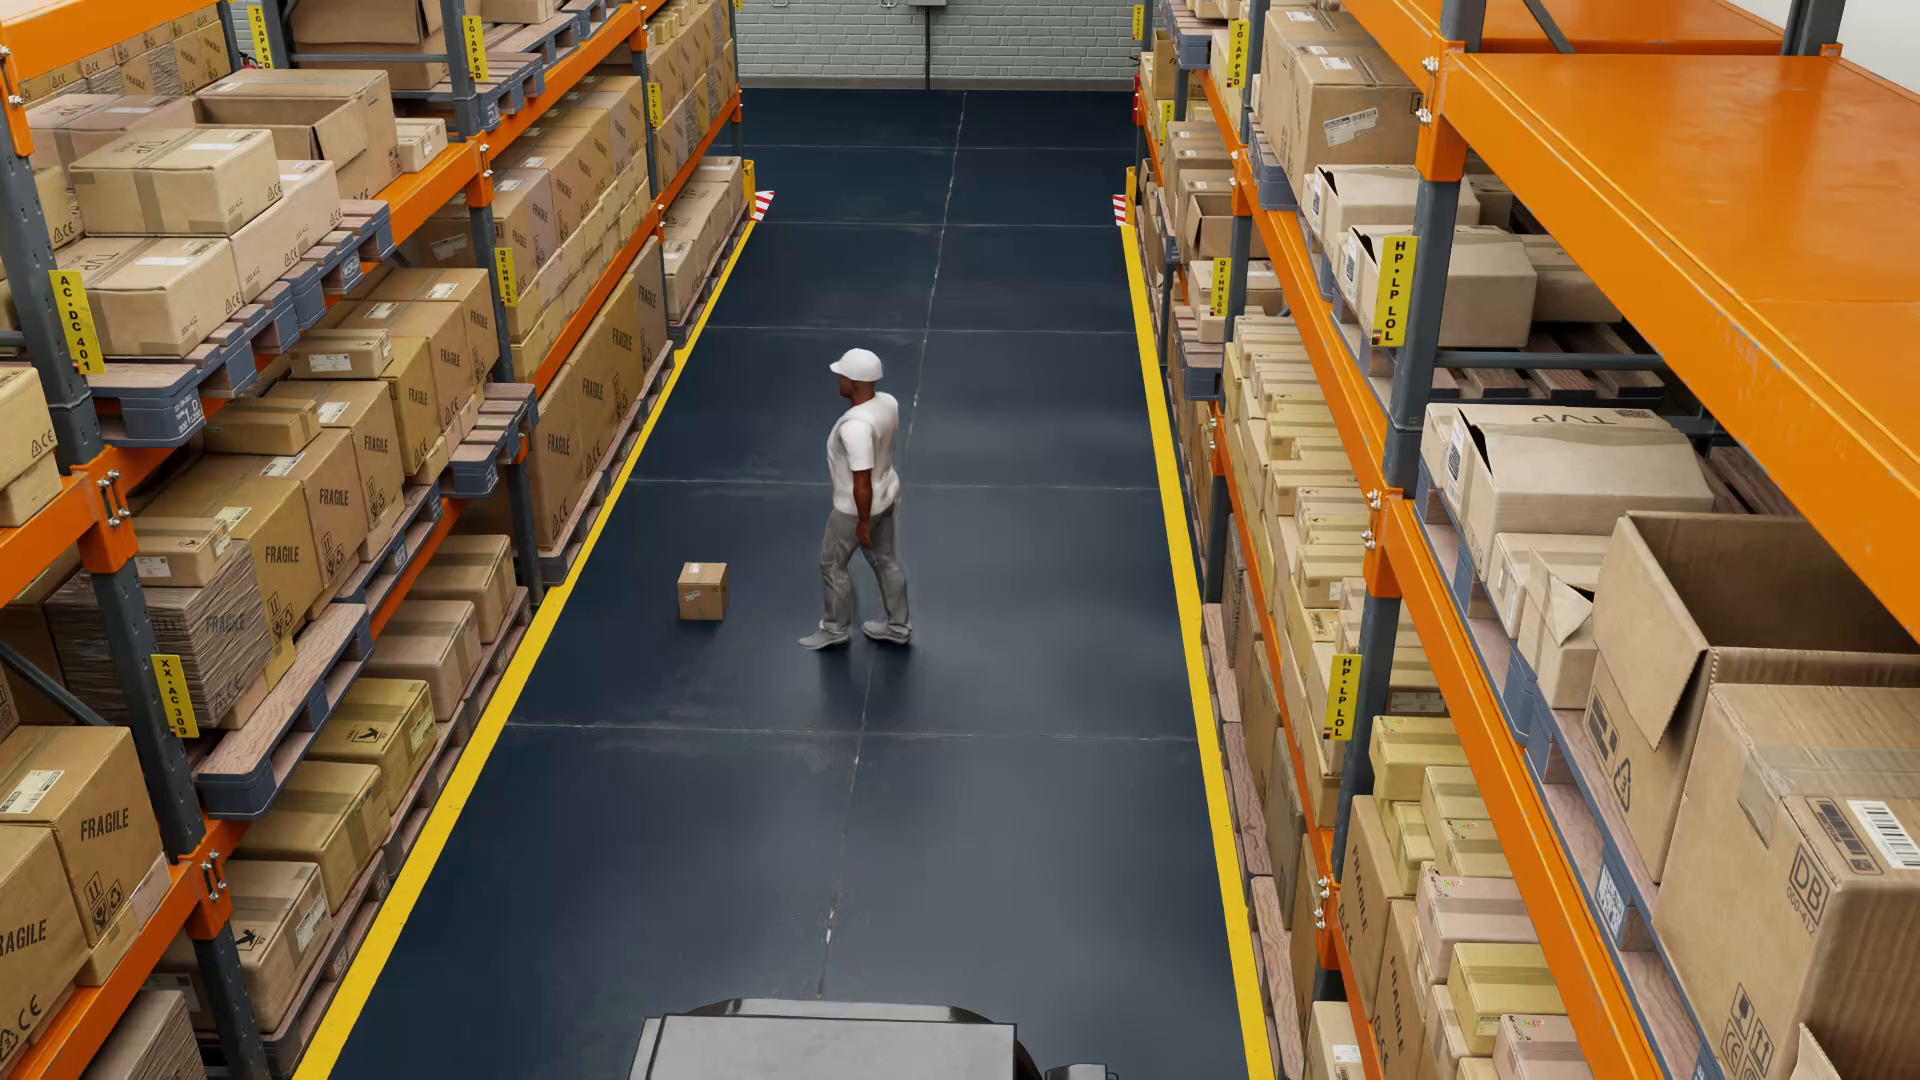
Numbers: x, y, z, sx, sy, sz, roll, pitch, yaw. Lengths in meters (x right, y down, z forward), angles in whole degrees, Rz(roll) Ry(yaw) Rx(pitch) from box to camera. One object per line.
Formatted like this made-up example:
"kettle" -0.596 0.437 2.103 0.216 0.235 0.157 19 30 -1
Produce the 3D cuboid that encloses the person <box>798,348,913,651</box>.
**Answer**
"person" -0.560 -0.216 9.230 0.631 1.793 0.578 11 30 21
